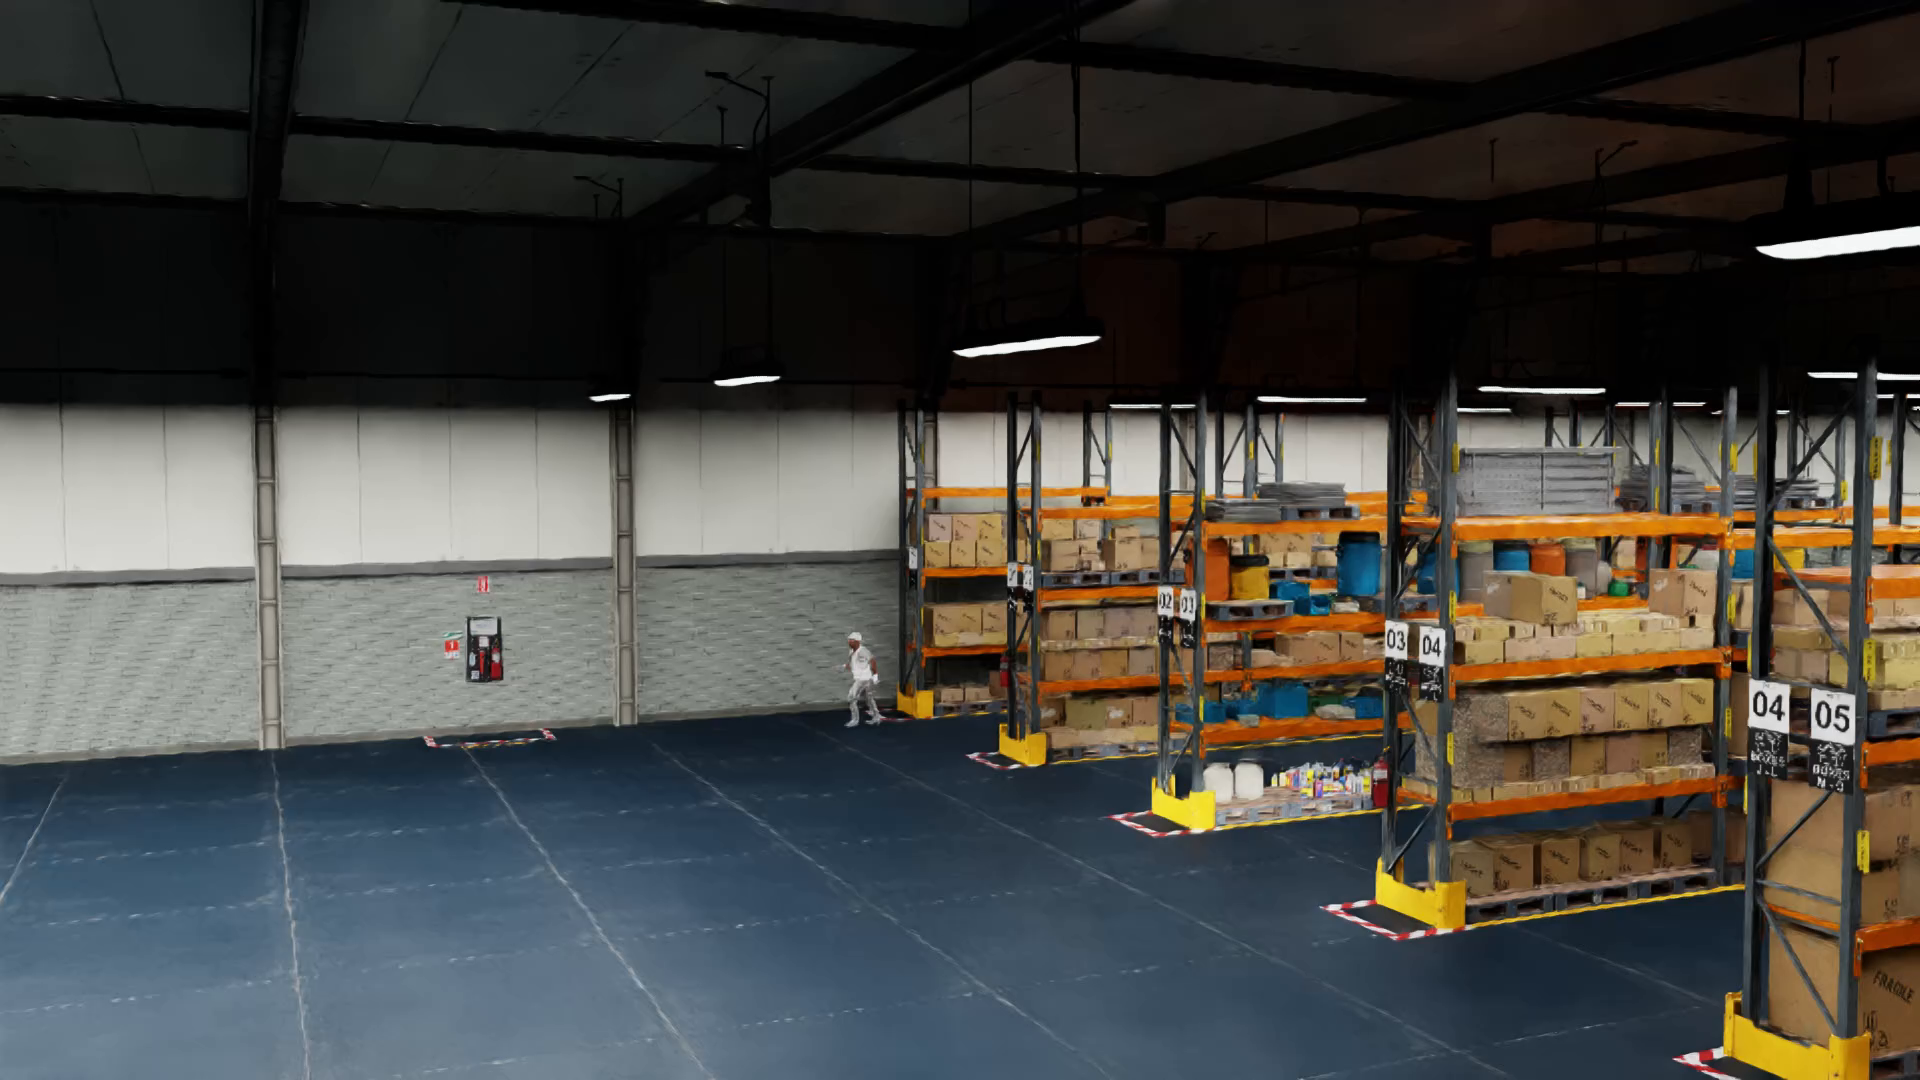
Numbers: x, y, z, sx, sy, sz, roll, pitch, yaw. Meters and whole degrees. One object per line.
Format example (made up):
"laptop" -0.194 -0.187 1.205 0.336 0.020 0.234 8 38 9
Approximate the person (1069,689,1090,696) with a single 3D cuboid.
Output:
"person" 2.109 2.593 29.409 0.578 1.714 0.719 -2 4 -25

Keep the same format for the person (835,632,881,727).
"person" -1.825 2.525 30.336 0.837 1.714 0.718 -1 4 -18

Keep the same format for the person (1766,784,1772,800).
"person" 11.443 2.946 23.261 0.574 1.726 0.677 -2 4 -24
